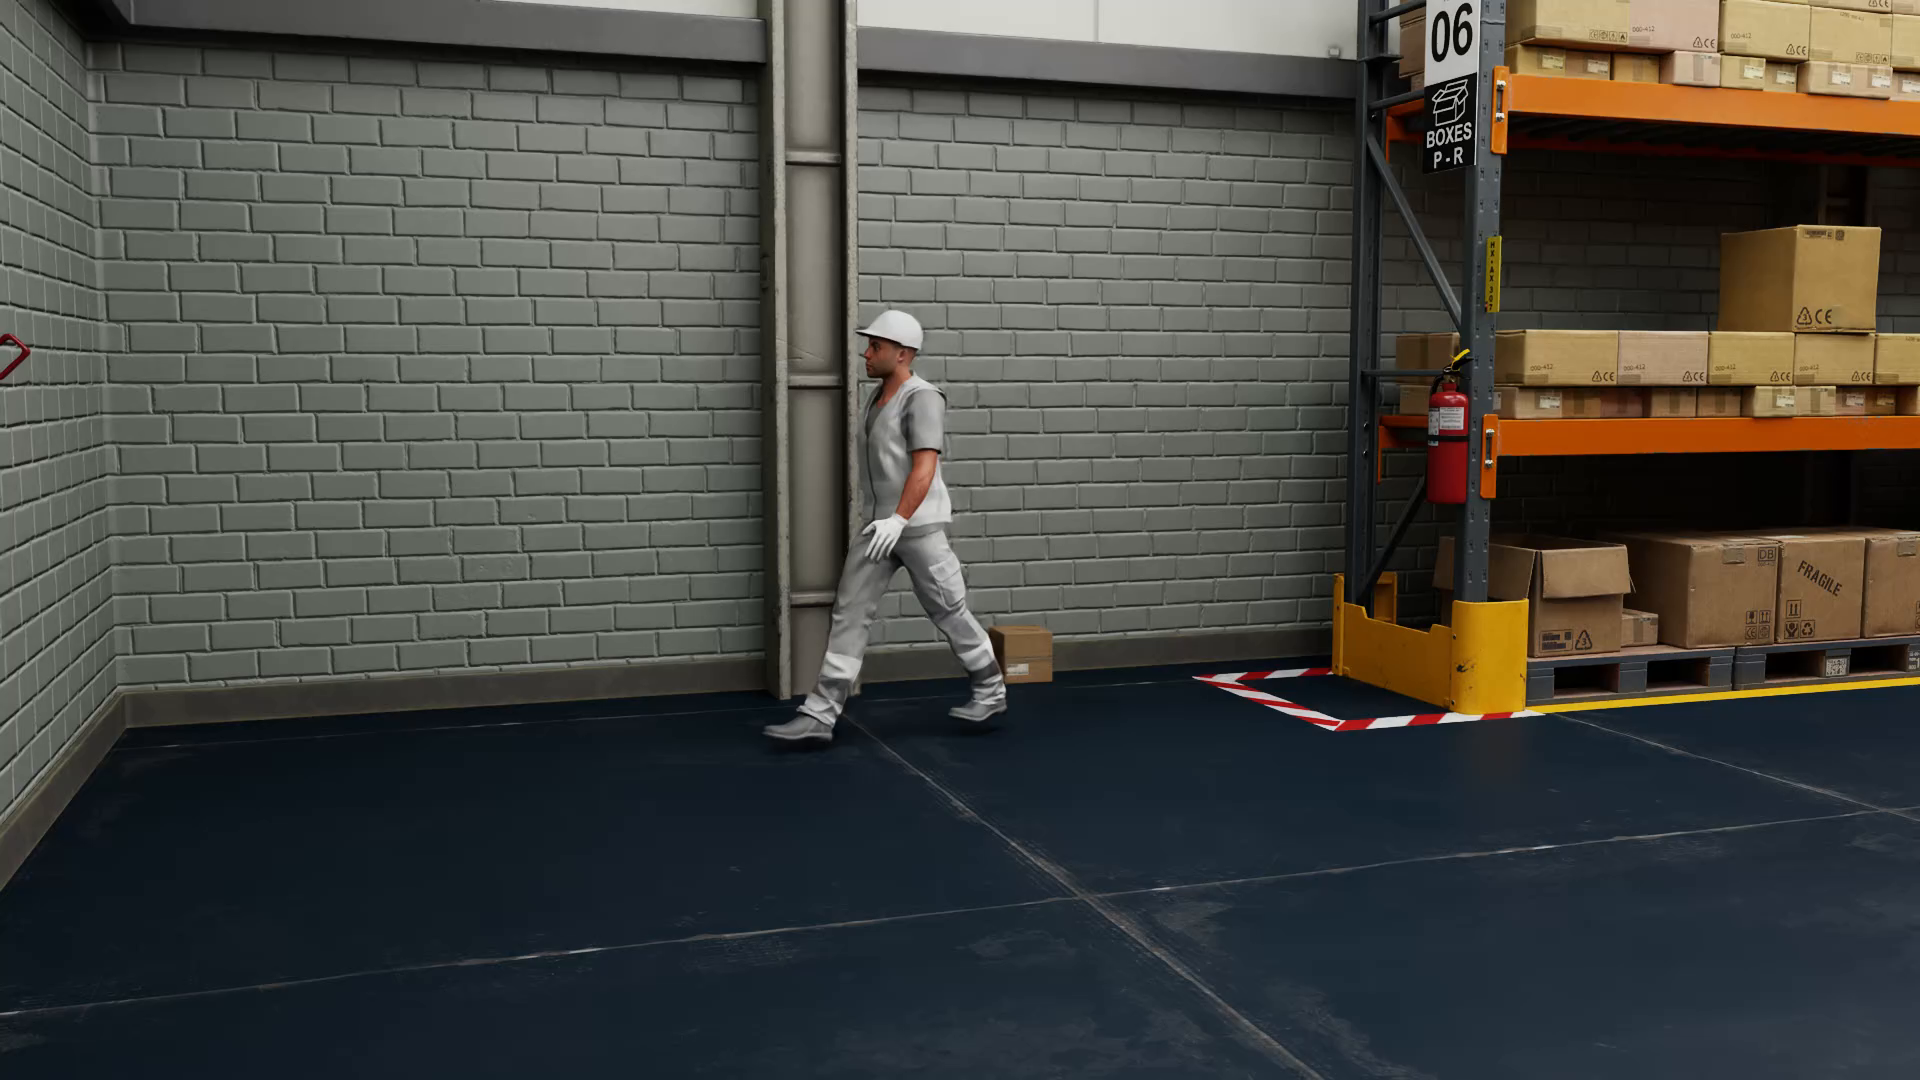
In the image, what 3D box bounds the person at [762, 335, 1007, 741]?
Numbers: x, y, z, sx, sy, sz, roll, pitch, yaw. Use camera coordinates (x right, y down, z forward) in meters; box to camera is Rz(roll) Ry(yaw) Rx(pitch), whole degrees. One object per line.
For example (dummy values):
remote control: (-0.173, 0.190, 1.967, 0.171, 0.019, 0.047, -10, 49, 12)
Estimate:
person: (-0.277, -0.034, 6.718, 1.097, 1.679, 0.559, -4, 7, -36)
